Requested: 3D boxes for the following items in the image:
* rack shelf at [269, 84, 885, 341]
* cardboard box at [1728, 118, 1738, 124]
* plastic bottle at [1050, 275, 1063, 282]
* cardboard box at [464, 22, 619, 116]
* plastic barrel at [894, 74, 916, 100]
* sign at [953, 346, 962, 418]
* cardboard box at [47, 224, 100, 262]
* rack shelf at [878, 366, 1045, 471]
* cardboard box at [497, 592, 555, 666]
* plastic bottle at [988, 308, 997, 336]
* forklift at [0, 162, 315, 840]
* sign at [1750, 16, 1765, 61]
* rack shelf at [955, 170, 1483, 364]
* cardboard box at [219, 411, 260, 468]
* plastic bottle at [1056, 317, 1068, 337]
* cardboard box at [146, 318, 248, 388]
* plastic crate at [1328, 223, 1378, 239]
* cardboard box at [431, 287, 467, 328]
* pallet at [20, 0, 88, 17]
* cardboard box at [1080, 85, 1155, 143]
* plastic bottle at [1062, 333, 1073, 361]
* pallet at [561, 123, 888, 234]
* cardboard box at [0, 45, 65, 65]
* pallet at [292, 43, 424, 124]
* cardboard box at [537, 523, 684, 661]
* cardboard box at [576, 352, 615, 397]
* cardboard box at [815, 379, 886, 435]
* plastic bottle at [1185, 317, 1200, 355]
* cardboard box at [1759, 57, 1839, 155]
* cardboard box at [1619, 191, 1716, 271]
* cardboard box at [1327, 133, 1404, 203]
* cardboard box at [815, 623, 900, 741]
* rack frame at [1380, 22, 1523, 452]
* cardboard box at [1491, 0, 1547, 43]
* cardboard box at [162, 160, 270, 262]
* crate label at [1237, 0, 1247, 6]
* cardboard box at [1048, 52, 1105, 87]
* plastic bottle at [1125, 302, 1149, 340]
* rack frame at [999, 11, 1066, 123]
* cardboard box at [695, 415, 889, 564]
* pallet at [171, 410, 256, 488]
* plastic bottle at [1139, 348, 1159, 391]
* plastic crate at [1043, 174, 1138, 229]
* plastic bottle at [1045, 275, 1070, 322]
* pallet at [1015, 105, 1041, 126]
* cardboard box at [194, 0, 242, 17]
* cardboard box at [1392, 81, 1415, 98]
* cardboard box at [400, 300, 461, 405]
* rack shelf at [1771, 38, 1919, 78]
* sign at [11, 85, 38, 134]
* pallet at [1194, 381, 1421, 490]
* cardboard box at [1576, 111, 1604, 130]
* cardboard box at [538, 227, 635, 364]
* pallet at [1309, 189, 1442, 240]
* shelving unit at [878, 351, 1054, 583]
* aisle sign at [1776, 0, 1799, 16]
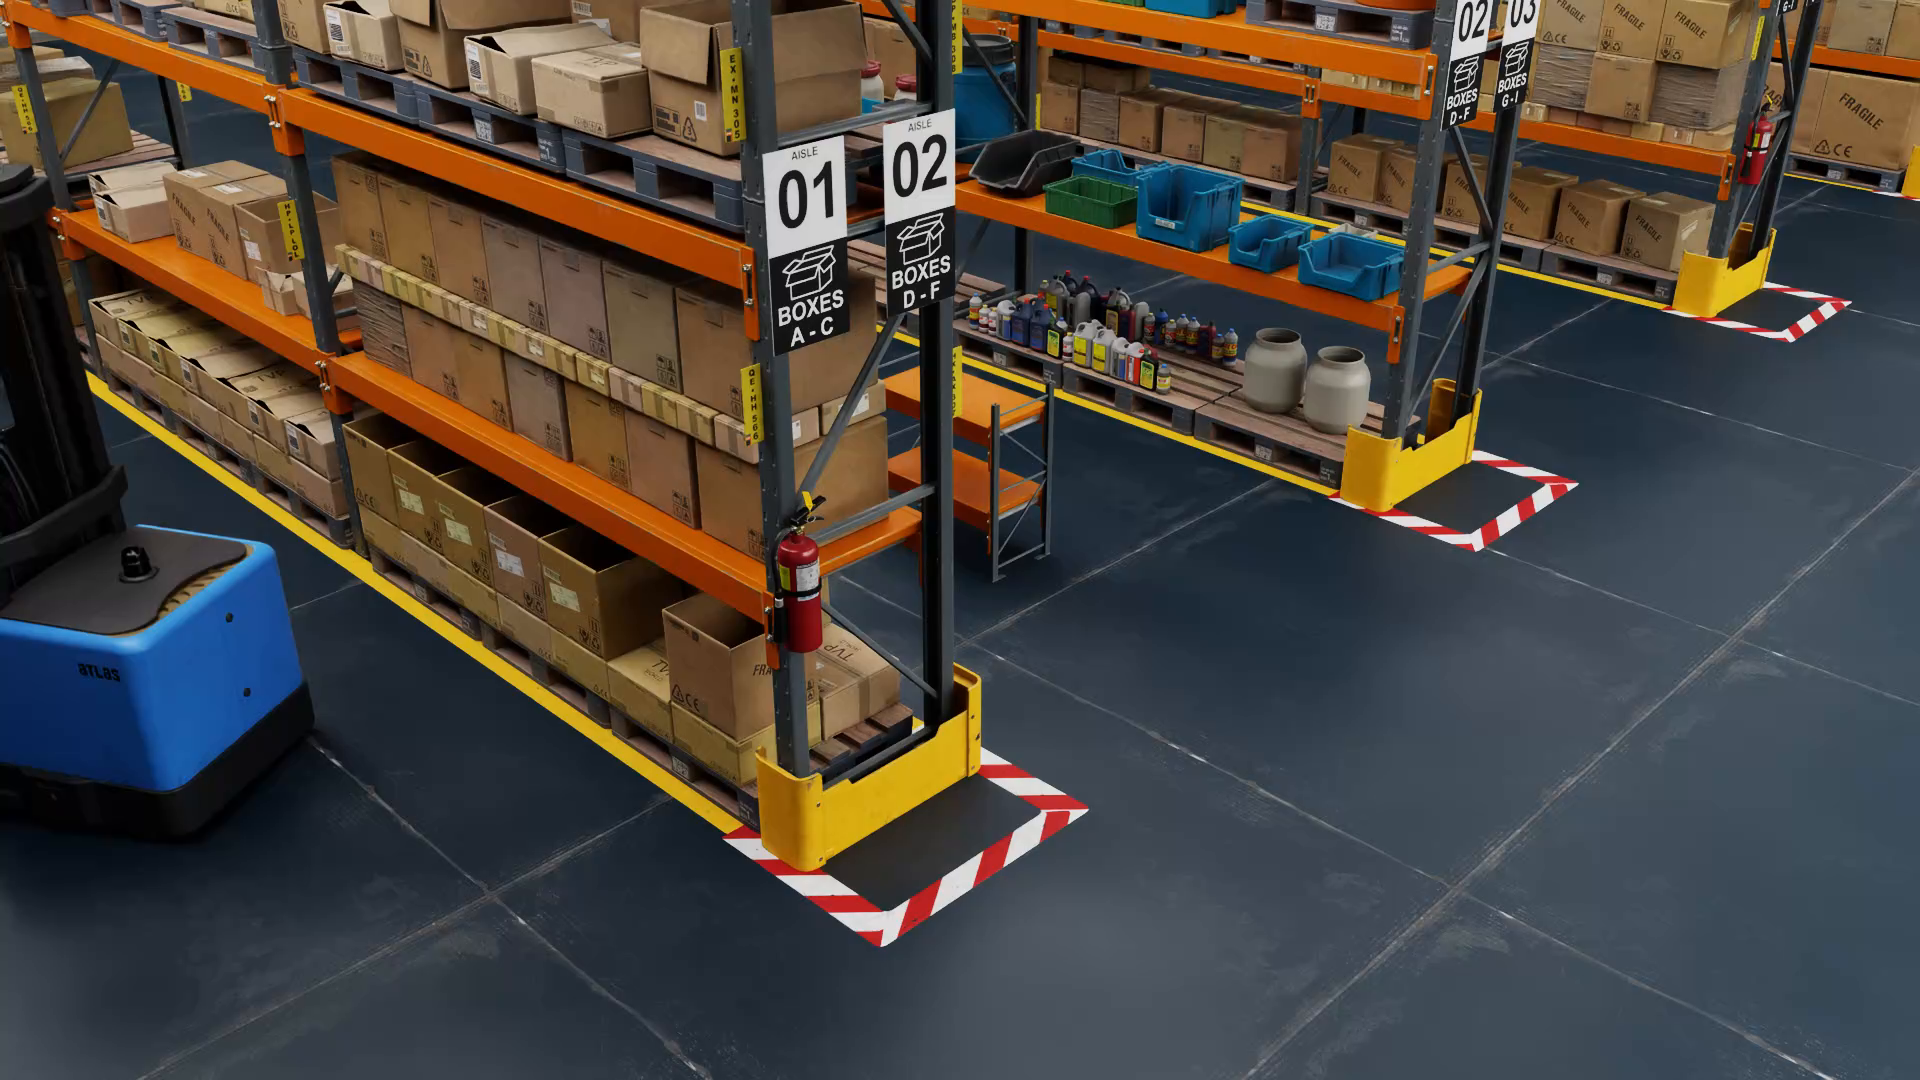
[{"bbox_3d":[-1.848,-1.751,7.907,4.000,0.370,1.077,25,36,38],"label":"rack shelf"},{"bbox_3d":[6.490,-3.437,13.833,0.250,0.149,0.380,25,36,38],"label":"cardboard box"},{"bbox_3d":[0.776,-1.982,13.242,0.061,0.283,0.133,-23,36,-37],"label":"plastic bottle"},{"bbox_3d":[-1.824,-2.095,7.282,0.500,0.311,0.500,-20,34,-34],"label":"cardboard box"},{"bbox_3d":[-0.327,-3.482,13.503,0.433,0.535,0.433,0,28,0],"label":"plastic barrel"},{"bbox_3d":[-0.028,-0.690,7.323,0.005,0.325,0.100,25,36,38],"label":"sign"},{"bbox_3d":[-7.001,-2.364,12.930,0.500,0.250,0.500,-24,36,-37],"label":"cardboard box"},{"bbox_3d":[-0.005,-0.759,9.856,1.000,0.278,0.538,25,36,38],"label":"rack shelf"},{"bbox_3d":[-2.089,0.379,8.809,0.500,0.250,0.500,25,36,38],"label":"cardboard box"},{"bbox_3d":[0.267,-1.677,12.751,0.097,0.201,0.097,0,28,0],"label":"plastic bottle"},{"bbox_3d":[-4.816,-0.304,7.680,3.031,2.935,1.130,7,29,14],"label":"forklift"},{"bbox_3d":[6.123,-3.850,12.766,0.005,0.325,0.100,25,36,38],"label":"sign"},{"bbox_3d":[1.628,-2.066,11.729,4.000,0.370,1.077,25,36,38],"label":"rack shelf"},{"bbox_3d":[-4.497,-0.735,10.928,0.500,0.250,0.500,-24,36,-38],"label":"cardboard box"},{"bbox_3d":[0.752,-1.526,12.388,0.097,0.271,0.097,0,28,0],"label":"plastic bottle"},{"bbox_3d":[-5.216,-1.313,11.424,0.500,0.311,0.500,23,36,37],"label":"cardboard box"},{"bbox_3d":[2.641,-2.014,11.140,0.250,0.136,0.298,25,36,38],"label":"plastic crate"},{"bbox_3d":[-2.489,-1.241,8.583,0.250,0.149,0.380,23,36,37],"label":"cardboard box"},{"bbox_3d":[-5.579,-3.752,11.142,1.213,0.211,1.003,-23,36,-37],"label":"pallet"},{"bbox_3d":[1.718,-4.686,18.151,0.500,0.500,0.700,21,34,34],"label":"cardboard box"},{"bbox_3d":[0.806,-1.430,12.281,0.097,0.201,0.097,0,28,0],"label":"plastic bottle"},{"bbox_3d":[-0.907,-1.617,6.974,1.213,0.211,1.003,25,36,38],"label":"pallet"},{"bbox_3d":[-7.675,-3.679,13.465,0.500,0.500,0.700,15,31,26],"label":"cardboard box"},{"bbox_3d":[-2.647,-2.413,8.489,1.213,0.211,1.003,25,36,38],"label":"pallet"},{"bbox_3d":[-1.736,0.212,8.321,0.500,0.500,0.500,25,36,38],"label":"cardboard box"},{"bbox_3d":[-1.563,-0.819,7.780,0.380,0.149,0.250,-24,36,-38],"label":"cardboard box"},{"bbox_3d":[-0.550,-0.620,7.402,0.250,0.149,0.380,24,36,38],"label":"cardboard box"},{"bbox_3d":[1.735,-1.526,12.388,0.097,0.271,0.097,0,28,0],"label":"plastic bottle"},{"bbox_3d":[8.917,-4.720,17.835,0.875,0.875,0.875,24,36,38],"label":"cardboard box"},{"bbox_3d":[6.093,-2.664,14.329,0.500,0.500,0.500,-18,33,-30],"label":"cardboard box"},{"bbox_3d":[3.931,-3.617,16.139,0.500,0.500,0.500,23,36,37],"label":"cardboard box"},{"bbox_3d":[-0.648,0.693,8.212,0.500,0.250,0.500,25,36,38],"label":"cardboard box"},{"bbox_3d":[3.054,-1.732,10.321,0.127,3.000,1.000,25,36,38],"label":"rack frame"},{"bbox_3d":[4.895,-4.583,14.241,0.500,0.500,0.500,25,36,38],"label":"cardboard box"},{"bbox_3d":[-4.918,-2.202,11.107,0.500,0.500,0.500,22,35,36],"label":"cardboard box"},{"bbox_3d":[1.951,-3.714,11.027,0.408,0.251,0.502,25,36,38],"label":"crate label"},{"bbox_3d":[1.321,-5.198,18.319,0.500,0.250,0.500,-24,36,-37],"label":"cardboard box"},{"bbox_3d":[1.343,-1.689,12.694,0.152,0.276,0.135,-25,36,-38],"label":"plastic bottle"},{"bbox_3d":[0.822,-5.986,18.411,0.127,3.000,1.000,25,36,38],"label":"rack frame"},{"bbox_3d":[-0.745,-0.290,7.471,0.500,0.500,0.700,25,36,38],"label":"cardboard box"},{"bbox_3d":[-4.701,-0.786,11.518,1.213,0.211,1.003,25,36,38],"label":"pallet"},{"bbox_3d":[1.341,-1.210,11.774,0.061,0.283,0.133,-24,36,-38],"label":"plastic bottle"},{"bbox_3d":[0.972,-2.407,11.832,0.662,0.188,0.450,25,36,38],"label":"plastic crate"},{"bbox_3d":[0.762,-1.897,13.008,0.185,0.351,0.144,25,36,38],"label":"plastic bottle"},{"bbox_3d":[0.313,-5.034,19.597,1.213,0.211,1.003,25,36,38],"label":"pallet"},{"bbox_3d":[-4.100,-3.224,9.645,0.500,0.250,0.500,21,34,34],"label":"cardboard box"},{"bbox_3d":[4.168,-4.163,15.214,0.250,0.149,0.380,25,36,38],"label":"cardboard box"},{"bbox_3d":[-2.572,-1.126,9.061,0.500,0.500,0.700,24,36,38],"label":"cardboard box"},{"bbox_3d":[8.650,-5.323,17.923,4.000,0.370,1.077,25,36,38],"label":"rack shelf"},{"bbox_3d":[-6.500,-2.994,11.562,0.005,0.325,0.100,25,36,38],"label":"sign"},{"bbox_3d":[2.391,-0.774,11.495,1.213,0.211,1.003,25,36,38],"label":"pallet"},{"bbox_3d":[5.470,-3.617,14.176,0.250,0.149,0.380,25,36,38],"label":"cardboard box"},{"bbox_3d":[-1.522,-1.216,7.837,0.500,0.500,0.700,25,37,39],"label":"cardboard box"},{"bbox_3d":[4.178,-3.239,16.183,1.213,0.211,1.003,25,36,38],"label":"pallet"},{"bbox_3d":[-0.005,-0.500,9.992,1.048,1.125,0.538,25,36,38],"label":"shelving unit"},{"bbox_3d":[6.360,-4.406,12.614,0.004,0.787,0.394,25,36,38],"label":"aisle sign"}]
